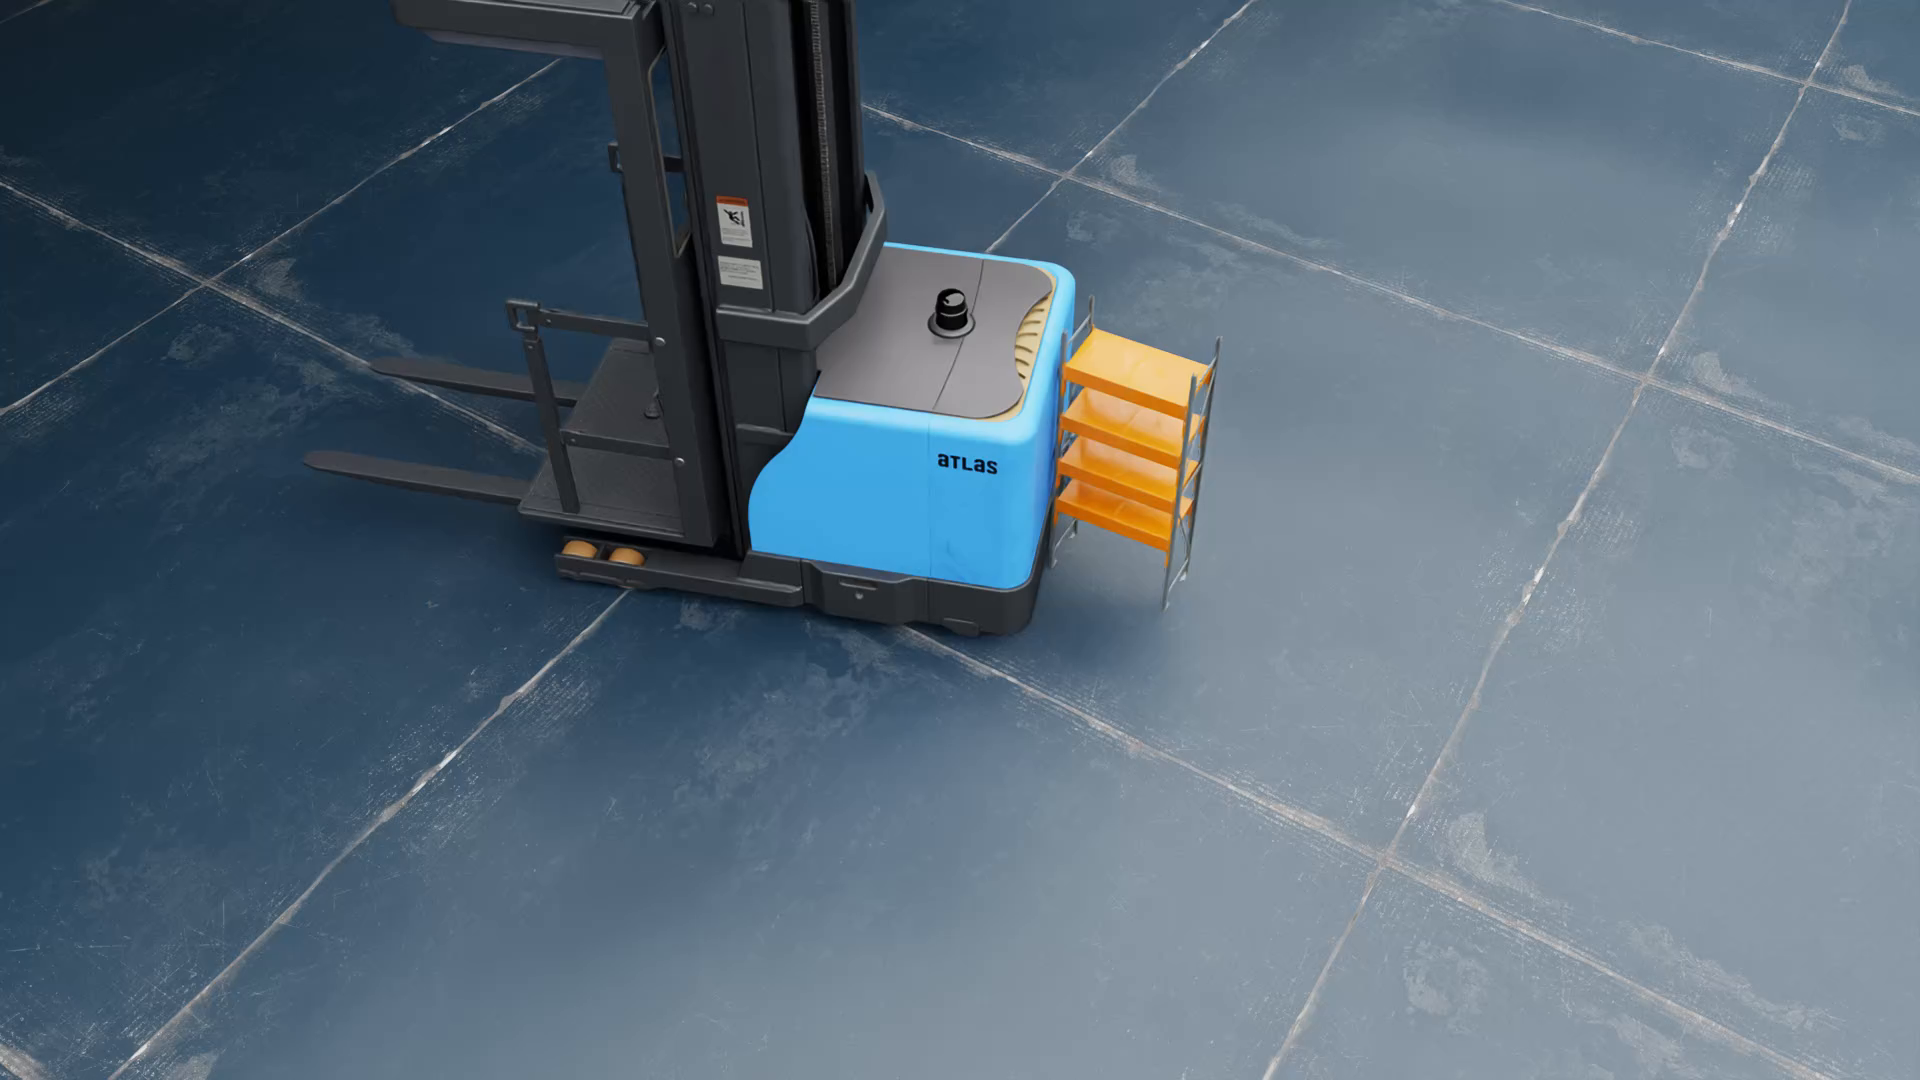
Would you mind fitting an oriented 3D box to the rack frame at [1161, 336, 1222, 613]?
[{"bbox_3d":[0.846,-0.211,6.118,0.015,1.200,0.240,21,50,19],"label":"rack frame"}]

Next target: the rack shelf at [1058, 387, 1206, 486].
[{"bbox_3d":[0.631,-0.403,6.087,0.480,0.148,0.258,21,50,19],"label":"rack shelf"}]

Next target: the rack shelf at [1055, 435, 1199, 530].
[{"bbox_3d":[0.631,-0.248,6.248,0.480,0.148,0.258,21,50,19],"label":"rack shelf"}]

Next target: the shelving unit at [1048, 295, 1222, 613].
[{"bbox_3d":[0.631,-0.294,6.199,0.503,1.200,0.258,21,50,19],"label":"shelving unit"}]

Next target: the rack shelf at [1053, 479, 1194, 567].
[{"bbox_3d":[0.631,-0.109,6.390,0.480,0.148,0.258,21,50,19],"label":"rack shelf"}]

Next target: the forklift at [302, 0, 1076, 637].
[{"bbox_3d":[-1.122,-1.191,5.864,3.031,2.935,1.130,9,46,8],"label":"forklift"}]

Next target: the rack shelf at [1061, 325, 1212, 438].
[{"bbox_3d":[0.631,-0.568,5.918,0.480,0.148,0.258,21,50,19],"label":"rack shelf"}]

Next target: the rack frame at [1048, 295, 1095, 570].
[{"bbox_3d":[0.417,-0.378,6.281,0.015,1.200,0.240,21,50,19],"label":"rack frame"}]
